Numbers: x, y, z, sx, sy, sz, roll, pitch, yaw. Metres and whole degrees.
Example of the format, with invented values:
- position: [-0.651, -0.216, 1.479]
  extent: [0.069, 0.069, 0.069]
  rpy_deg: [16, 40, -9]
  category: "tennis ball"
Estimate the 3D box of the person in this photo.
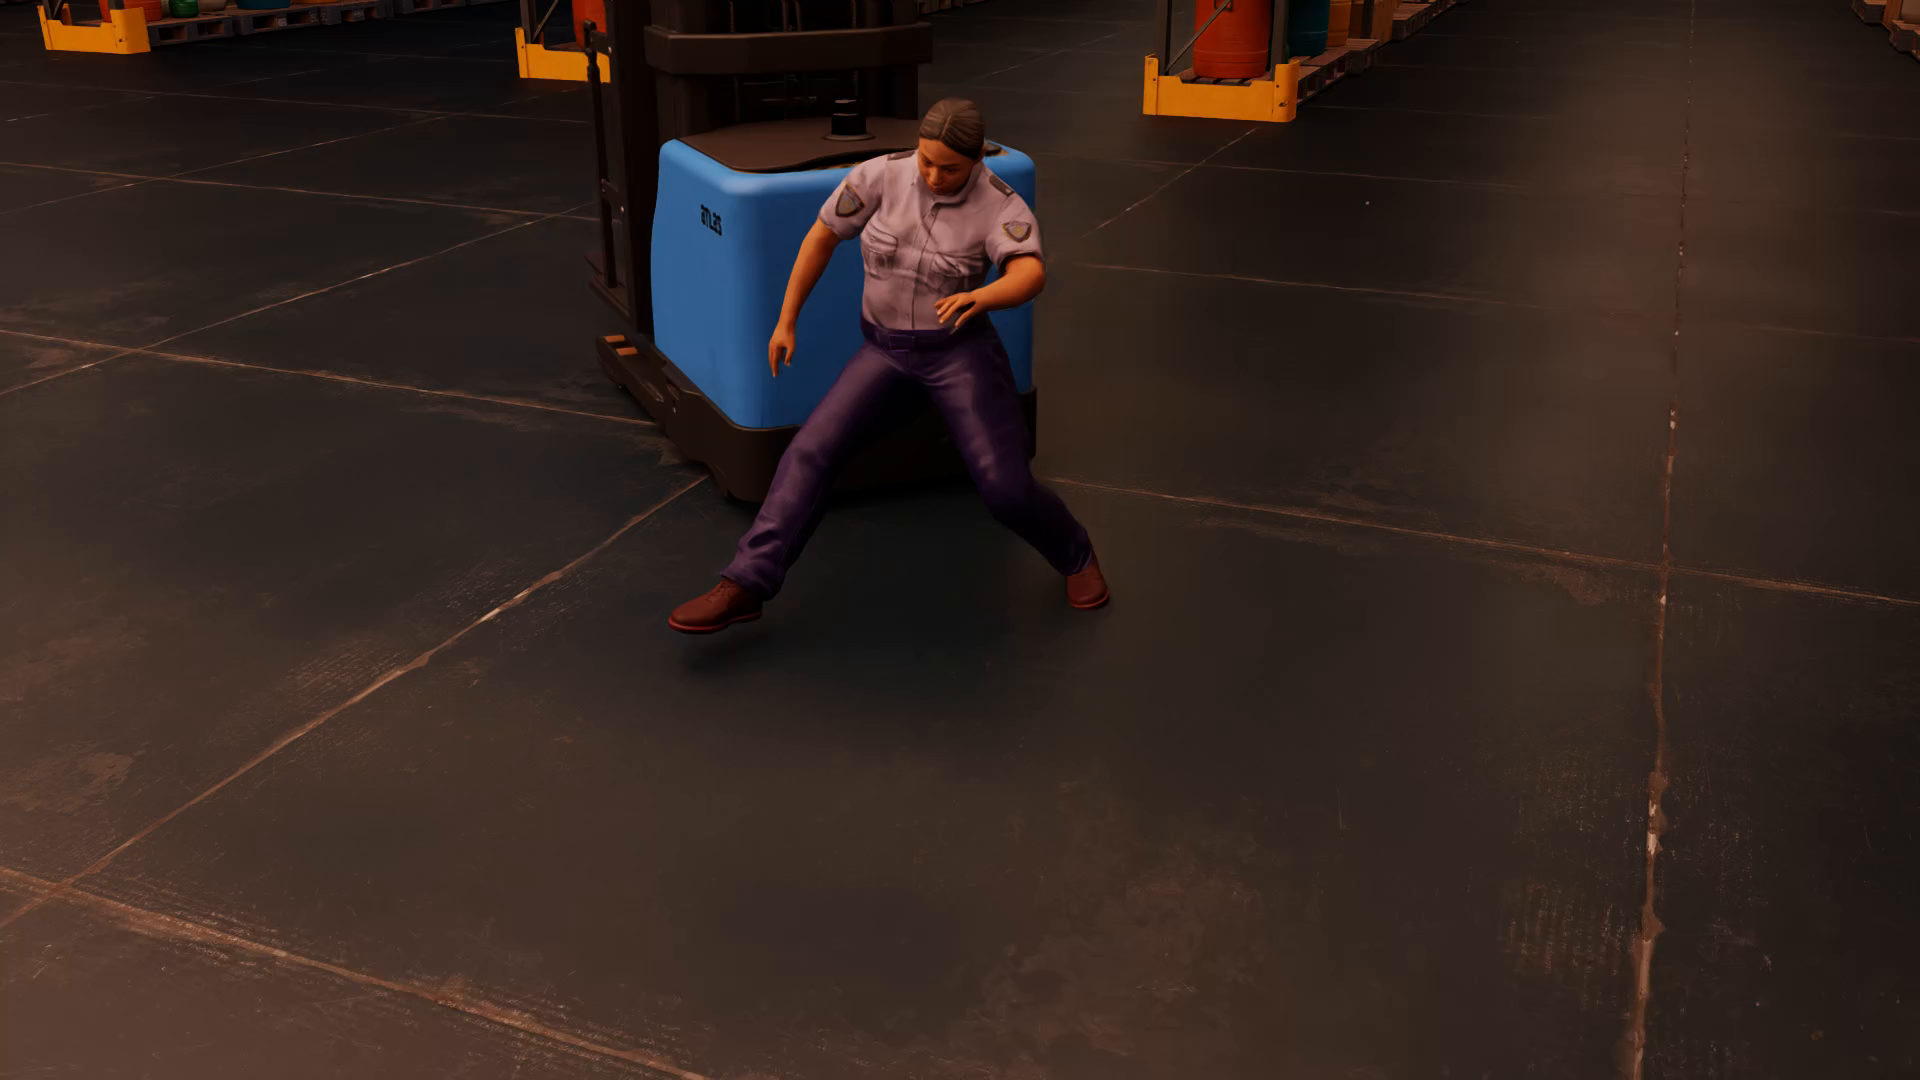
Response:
- position: [-0.140, -0.406, 4.303]
  extent: [0.942, 1.400, 1.038]
  rpy_deg: [9, 24, 21]
  category: "person"

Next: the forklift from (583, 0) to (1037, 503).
- position: [-0.813, -2.003, 6.084]
  extent: [1.130, 2.935, 3.031]
  rpy_deg: [-10, 25, -22]
  category: "forklift"
